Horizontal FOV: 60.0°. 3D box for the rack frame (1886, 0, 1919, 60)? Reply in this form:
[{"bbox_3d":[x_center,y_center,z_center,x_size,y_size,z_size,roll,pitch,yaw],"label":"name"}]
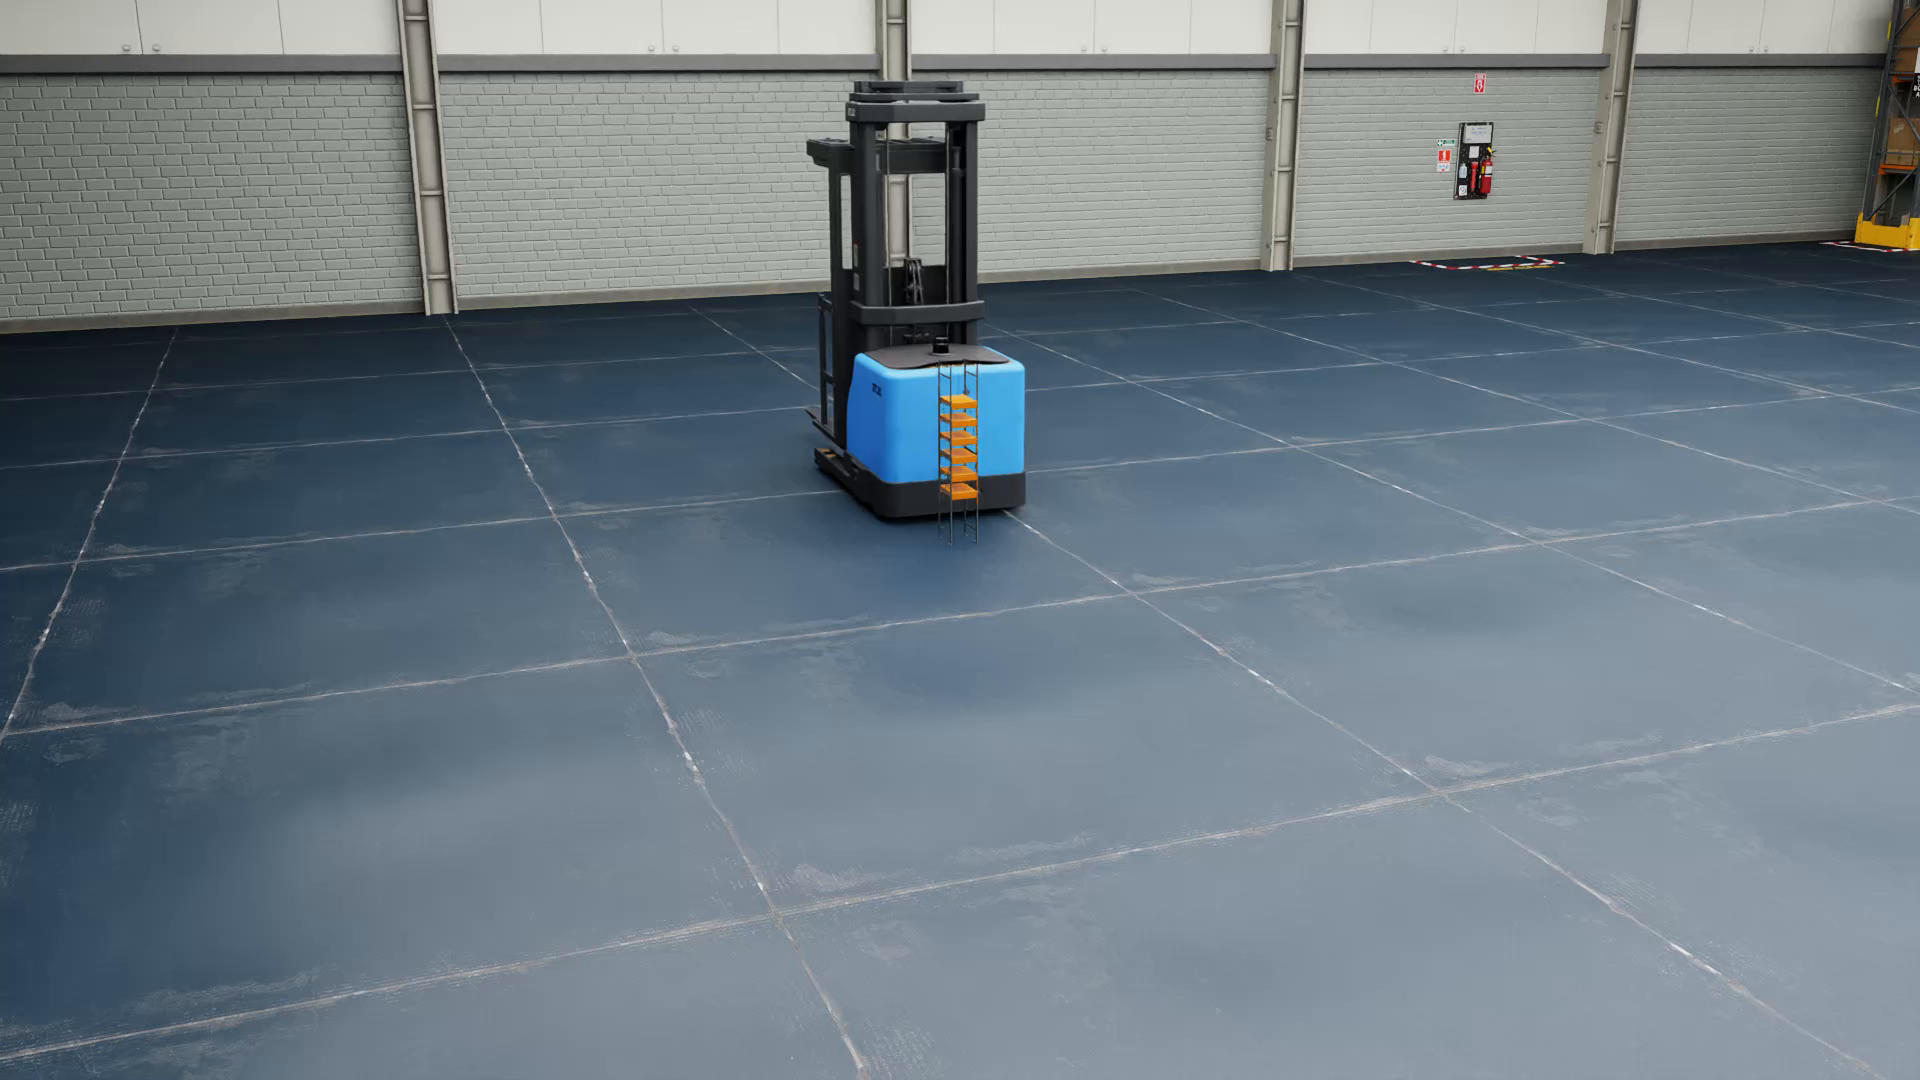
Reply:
[{"bbox_3d":[15.587,-9.280,26.728,0.127,3.000,1.000,-6,17,-20],"label":"rack frame"}]

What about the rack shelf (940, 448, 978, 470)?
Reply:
[{"bbox_3d":[-0.014,-0.532,10.937,0.180,0.103,0.258,-6,17,-20],"label":"rack shelf"}]

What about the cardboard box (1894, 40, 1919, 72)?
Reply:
[{"bbox_3d":[15.887,-8.007,27.503,0.500,0.500,0.500,-5,17,-16],"label":"cardboard box"}]

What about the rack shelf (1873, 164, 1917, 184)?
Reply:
[{"bbox_3d":[17.455,-6.258,28.361,4.000,0.370,1.077,-6,17,-20],"label":"rack shelf"}]

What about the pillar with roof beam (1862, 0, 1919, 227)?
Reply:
[{"bbox_3d":[17.472,-8.445,23.886,0.400,9.000,9.100,-6,17,-20],"label":"pillar with roof beam"}]

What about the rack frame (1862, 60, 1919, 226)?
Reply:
[{"bbox_3d":[15.587,-6.401,27.573,0.127,3.000,1.000,-6,17,-20],"label":"rack frame"}]

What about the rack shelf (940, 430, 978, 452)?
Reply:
[{"bbox_3d":[-0.014,-0.647,10.903,0.180,0.103,0.258,-6,17,-20],"label":"rack shelf"}]

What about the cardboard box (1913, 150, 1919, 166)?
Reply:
[{"bbox_3d":[16.157,-6.305,27.474,0.500,0.250,0.500,-7,18,-22],"label":"cardboard box"}]

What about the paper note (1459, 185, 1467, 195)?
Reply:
[{"bbox_3d":[7.818,-5.433,25.839,0.142,0.148,0.016,-6,17,-20],"label":"paper note"}]

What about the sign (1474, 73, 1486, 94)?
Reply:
[{"bbox_3d":[7.964,-6.993,25.474,0.199,0.298,0.001,-6,17,-20],"label":"sign"}]

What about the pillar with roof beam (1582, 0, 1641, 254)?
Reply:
[{"bbox_3d":[11.869,-7.840,21.826,0.400,9.000,9.100,-6,17,-20],"label":"pillar with roof beam"}]

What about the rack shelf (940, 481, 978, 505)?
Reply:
[{"bbox_3d":[-0.014,-0.301,11.004,0.180,0.103,0.258,-6,17,-20],"label":"rack shelf"}]

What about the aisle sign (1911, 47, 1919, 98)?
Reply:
[{"bbox_3d":[15.628,-7.562,26.913,0.004,0.787,0.394,-6,17,-20],"label":"aisle sign"}]

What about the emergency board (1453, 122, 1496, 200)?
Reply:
[{"bbox_3d":[8.008,-5.855,25.714,0.643,1.169,0.194,-6,17,-20],"label":"emergency board"}]

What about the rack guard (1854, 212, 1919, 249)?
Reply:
[{"bbox_3d":[15.658,-5.210,27.951,0.348,0.500,1.175,-6,17,-20],"label":"rack guard"}]

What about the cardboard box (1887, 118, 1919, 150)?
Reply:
[{"bbox_3d":[15.952,-6.802,27.838,0.500,0.500,0.500,-6,18,-21],"label":"cardboard box"}]

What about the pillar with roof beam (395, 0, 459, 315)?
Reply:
[{"bbox_3d":[-4.939,-6.025,15.646,0.400,9.000,9.100,-6,17,-20],"label":"pillar with roof beam"}]

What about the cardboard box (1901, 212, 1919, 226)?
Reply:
[{"bbox_3d":[16.266,-5.368,28.047,0.500,0.311,0.500,-8,18,-26],"label":"cardboard box"}]

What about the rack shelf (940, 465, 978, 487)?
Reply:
[{"bbox_3d":[-0.014,-0.416,10.971,0.180,0.103,0.258,-6,17,-20],"label":"rack shelf"}]

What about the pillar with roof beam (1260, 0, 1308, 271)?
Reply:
[{"bbox_3d":[6.267,-7.235,19.766,0.400,9.000,9.100,-6,17,-20],"label":"pillar with roof beam"}]

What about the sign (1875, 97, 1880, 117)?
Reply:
[{"bbox_3d":[15.408,-7.256,27.869,0.005,0.325,0.100,-6,17,-20],"label":"sign"}]

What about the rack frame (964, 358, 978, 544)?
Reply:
[{"bbox_3d":[0.072,-0.583,10.956,0.006,1.200,0.240,-6,17,-20],"label":"rack frame"}]

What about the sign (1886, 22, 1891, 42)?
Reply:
[{"bbox_3d":[15.408,-8.413,27.530,0.005,0.325,0.100,-6,17,-20],"label":"sign"}]

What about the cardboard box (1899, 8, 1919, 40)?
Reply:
[{"bbox_3d":[15.897,-8.490,27.375,0.500,0.500,0.500,-5,17,-18],"label":"cardboard box"}]

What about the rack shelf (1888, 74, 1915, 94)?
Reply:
[{"bbox_3d":[17.455,-7.697,27.938,4.000,0.370,1.077,-6,17,-20],"label":"rack shelf"}]

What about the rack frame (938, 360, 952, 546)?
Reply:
[{"bbox_3d":[-0.099,-0.565,10.893,0.006,1.200,0.240,-6,17,-20],"label":"rack frame"}]

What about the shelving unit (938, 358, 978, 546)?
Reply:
[{"bbox_3d":[-0.014,-0.574,10.924,0.189,1.200,0.258,-6,17,-20],"label":"shelving unit"}]

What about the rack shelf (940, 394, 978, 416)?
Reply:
[{"bbox_3d":[-0.014,-0.877,10.835,0.180,0.103,0.258,-6,17,-20],"label":"rack shelf"}]

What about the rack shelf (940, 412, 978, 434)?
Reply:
[{"bbox_3d":[-0.014,-0.762,10.869,0.180,0.103,0.258,-6,17,-20],"label":"rack shelf"}]

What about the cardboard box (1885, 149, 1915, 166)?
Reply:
[{"bbox_3d":[15.955,-6.437,27.925,0.500,0.250,0.500,-6,17,-19],"label":"cardboard box"}]

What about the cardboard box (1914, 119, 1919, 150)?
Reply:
[{"bbox_3d":[16.141,-6.668,27.380,0.500,0.500,0.500,-6,17,-20],"label":"cardboard box"}]

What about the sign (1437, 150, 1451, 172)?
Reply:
[{"bbox_3d":[7.454,-5.844,25.611,0.234,0.329,0.001,-6,17,-20],"label":"sign"}]

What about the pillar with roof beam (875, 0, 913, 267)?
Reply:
[{"bbox_3d":[0.664,-6.630,17.706,0.400,9.000,9.100,-6,17,-20],"label":"pillar with roof beam"}]

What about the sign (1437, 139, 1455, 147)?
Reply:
[{"bbox_3d":[7.462,-6.096,25.530,0.331,0.109,0.001,-6,17,-20],"label":"sign"}]

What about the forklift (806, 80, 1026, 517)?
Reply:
[{"bbox_3d":[-0.496,-1.935,12.486,1.130,2.935,3.031,-6,17,-18],"label":"forklift"}]
